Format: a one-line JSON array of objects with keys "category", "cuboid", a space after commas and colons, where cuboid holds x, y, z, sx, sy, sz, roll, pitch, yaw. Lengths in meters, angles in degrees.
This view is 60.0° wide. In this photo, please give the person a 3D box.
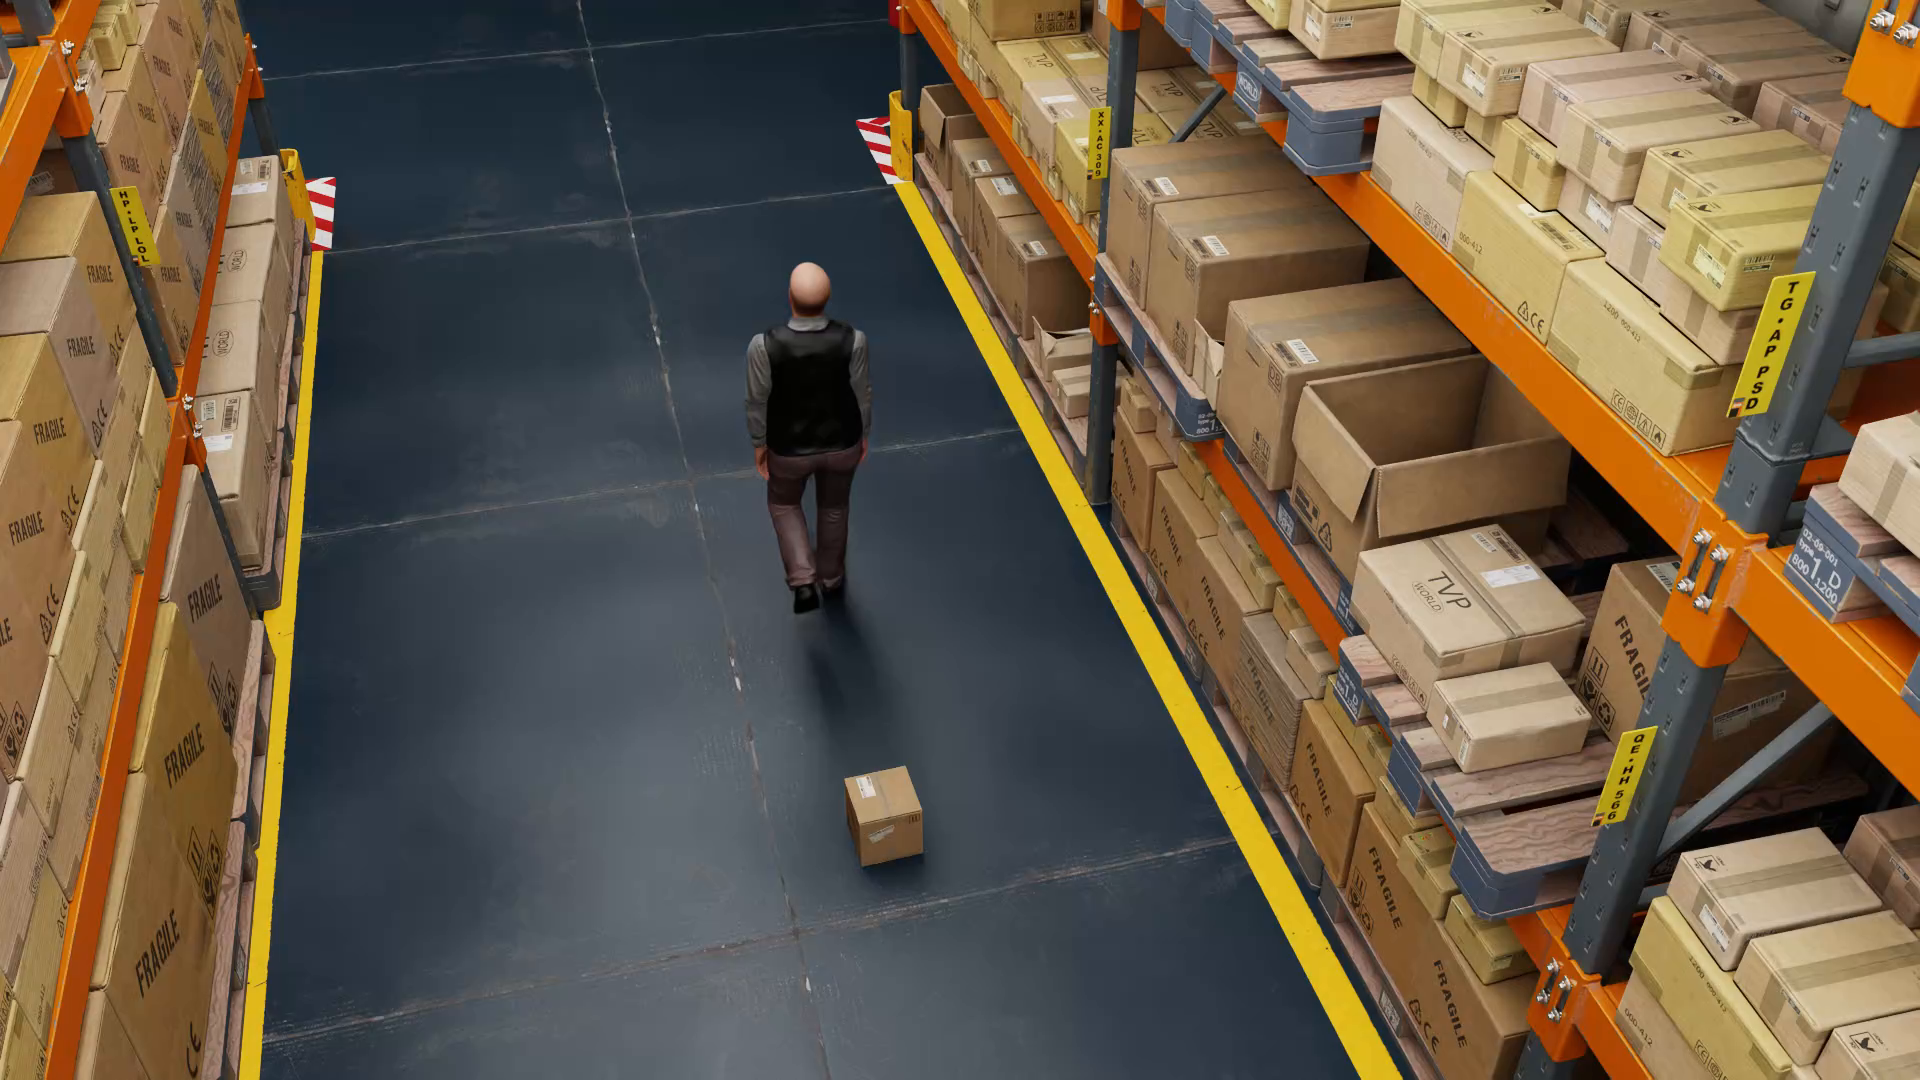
[{"category": "person", "cuboid": [-0.640, -0.395, 7.207, 0.547, 1.709, 0.597, -6, 38, -8]}]
